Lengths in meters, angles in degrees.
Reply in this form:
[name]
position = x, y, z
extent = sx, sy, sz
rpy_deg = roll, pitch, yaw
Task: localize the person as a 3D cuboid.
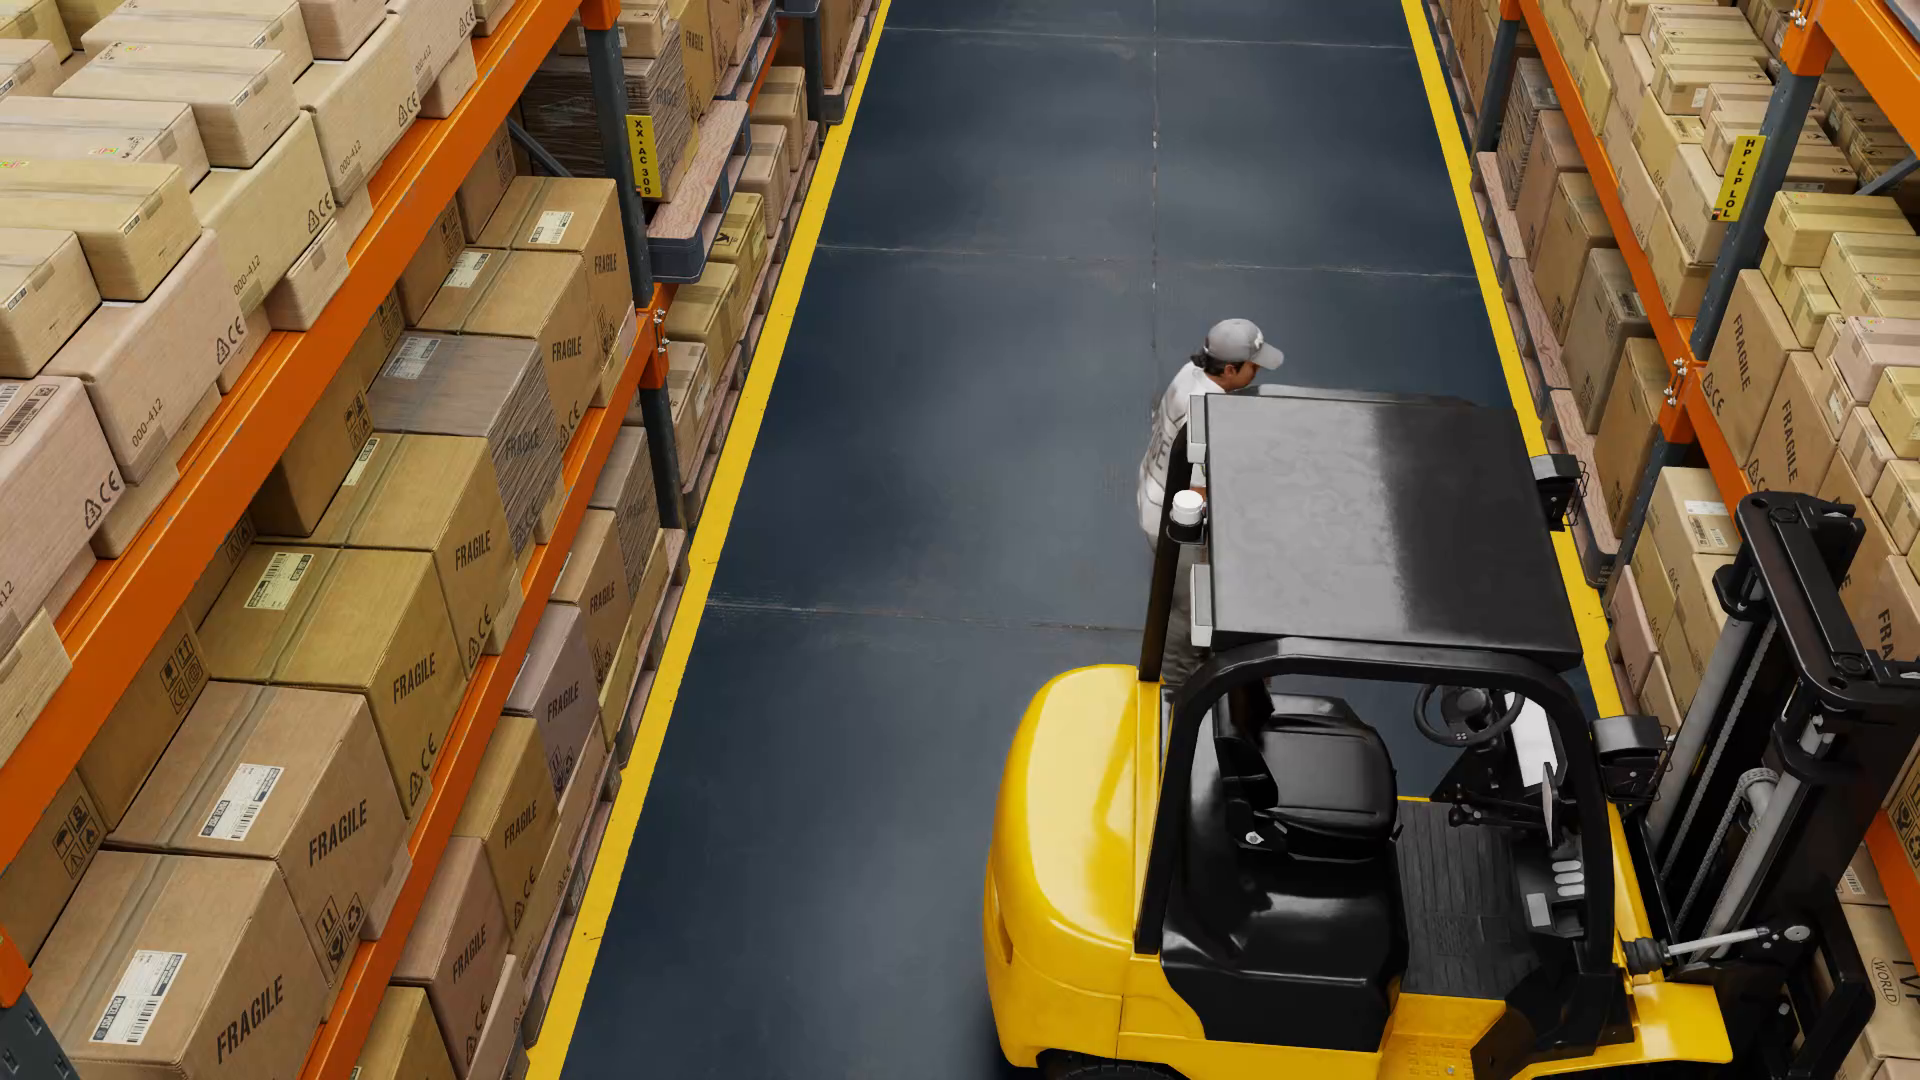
[person]
position = 0.871, -0.096, 6.276
extent = 0.401, 1.651, 0.540
rpy_deg = 2, 40, 2
